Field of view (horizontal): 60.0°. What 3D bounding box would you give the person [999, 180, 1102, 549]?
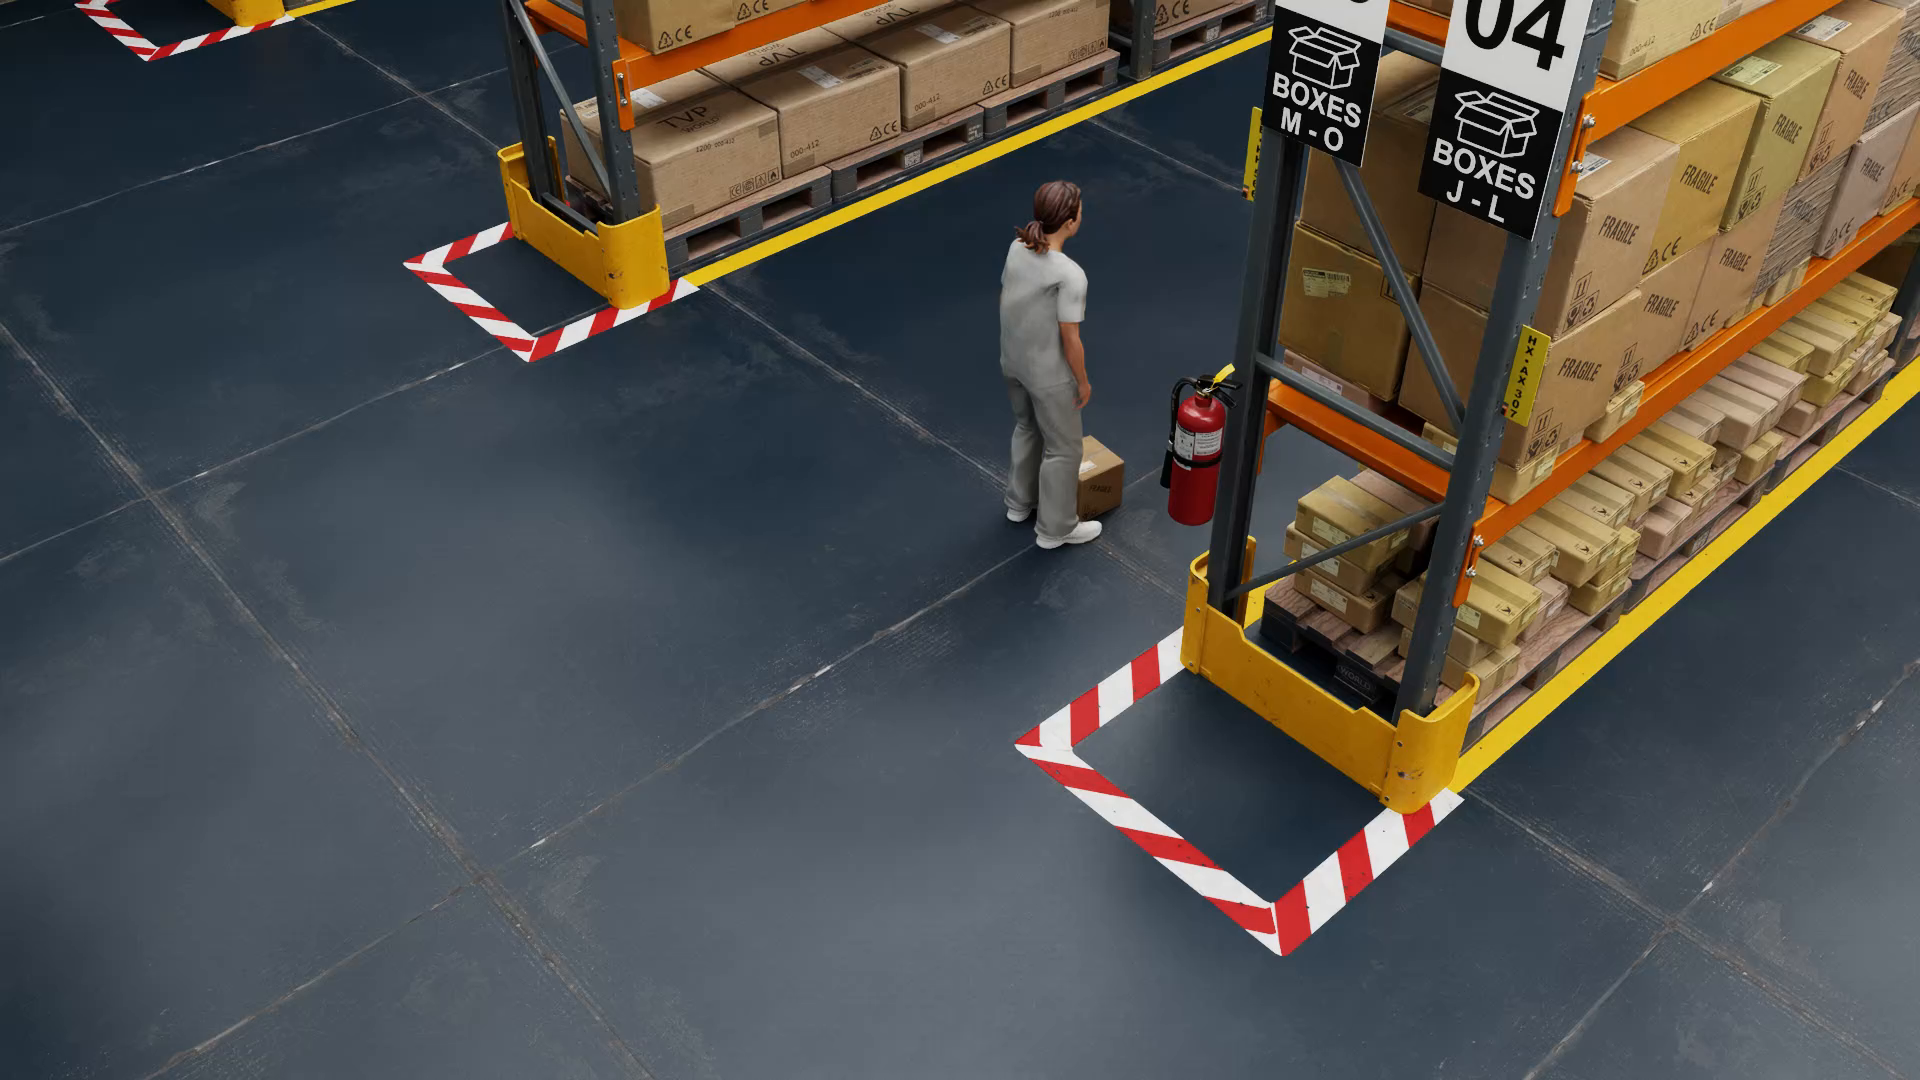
[{"bbox_3d":[0.370,-0.731,7.030,0.370,1.671,0.514,-26,47,-28],"label":"person"}]
